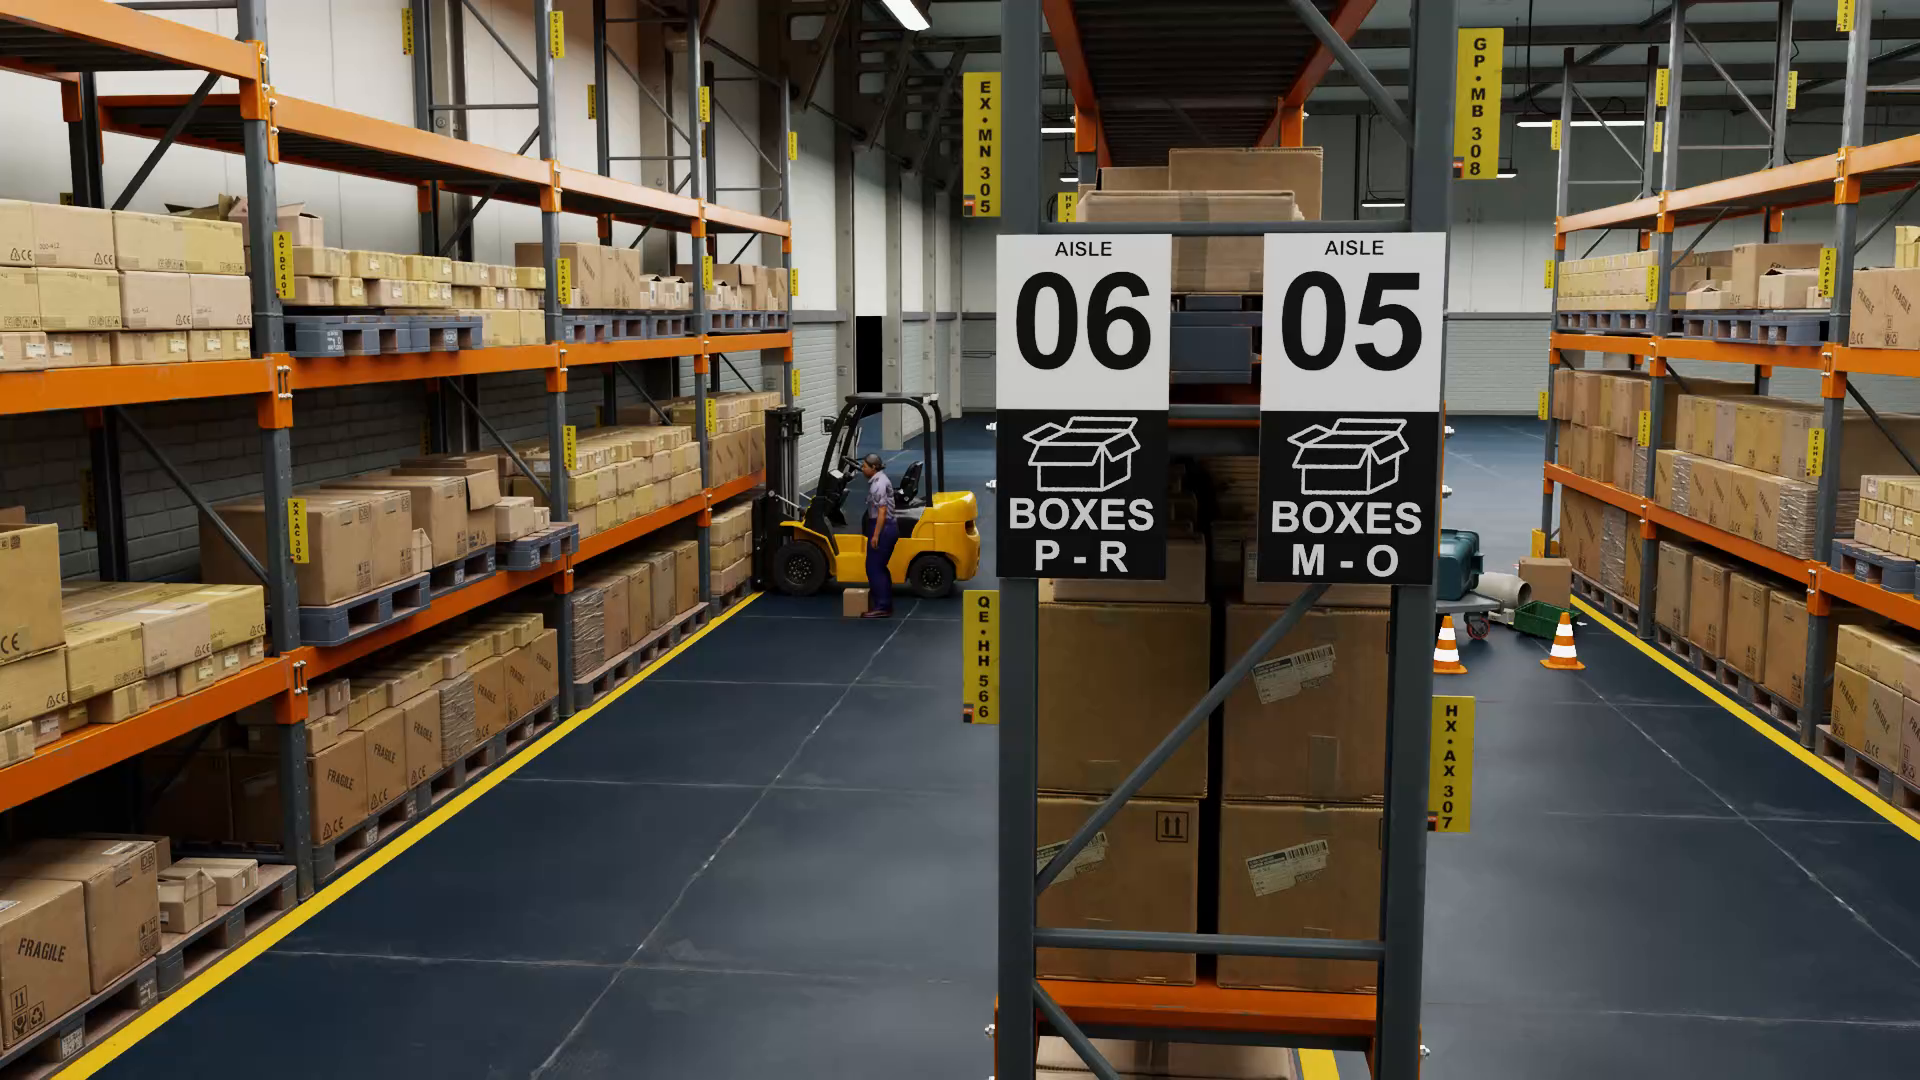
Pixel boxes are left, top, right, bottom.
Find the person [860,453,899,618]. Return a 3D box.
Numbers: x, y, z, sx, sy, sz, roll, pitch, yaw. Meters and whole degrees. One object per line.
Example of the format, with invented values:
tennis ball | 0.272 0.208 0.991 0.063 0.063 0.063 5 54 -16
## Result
person | -0.809 -0.056 16.749 0.376 1.651 0.561 0 8 3
